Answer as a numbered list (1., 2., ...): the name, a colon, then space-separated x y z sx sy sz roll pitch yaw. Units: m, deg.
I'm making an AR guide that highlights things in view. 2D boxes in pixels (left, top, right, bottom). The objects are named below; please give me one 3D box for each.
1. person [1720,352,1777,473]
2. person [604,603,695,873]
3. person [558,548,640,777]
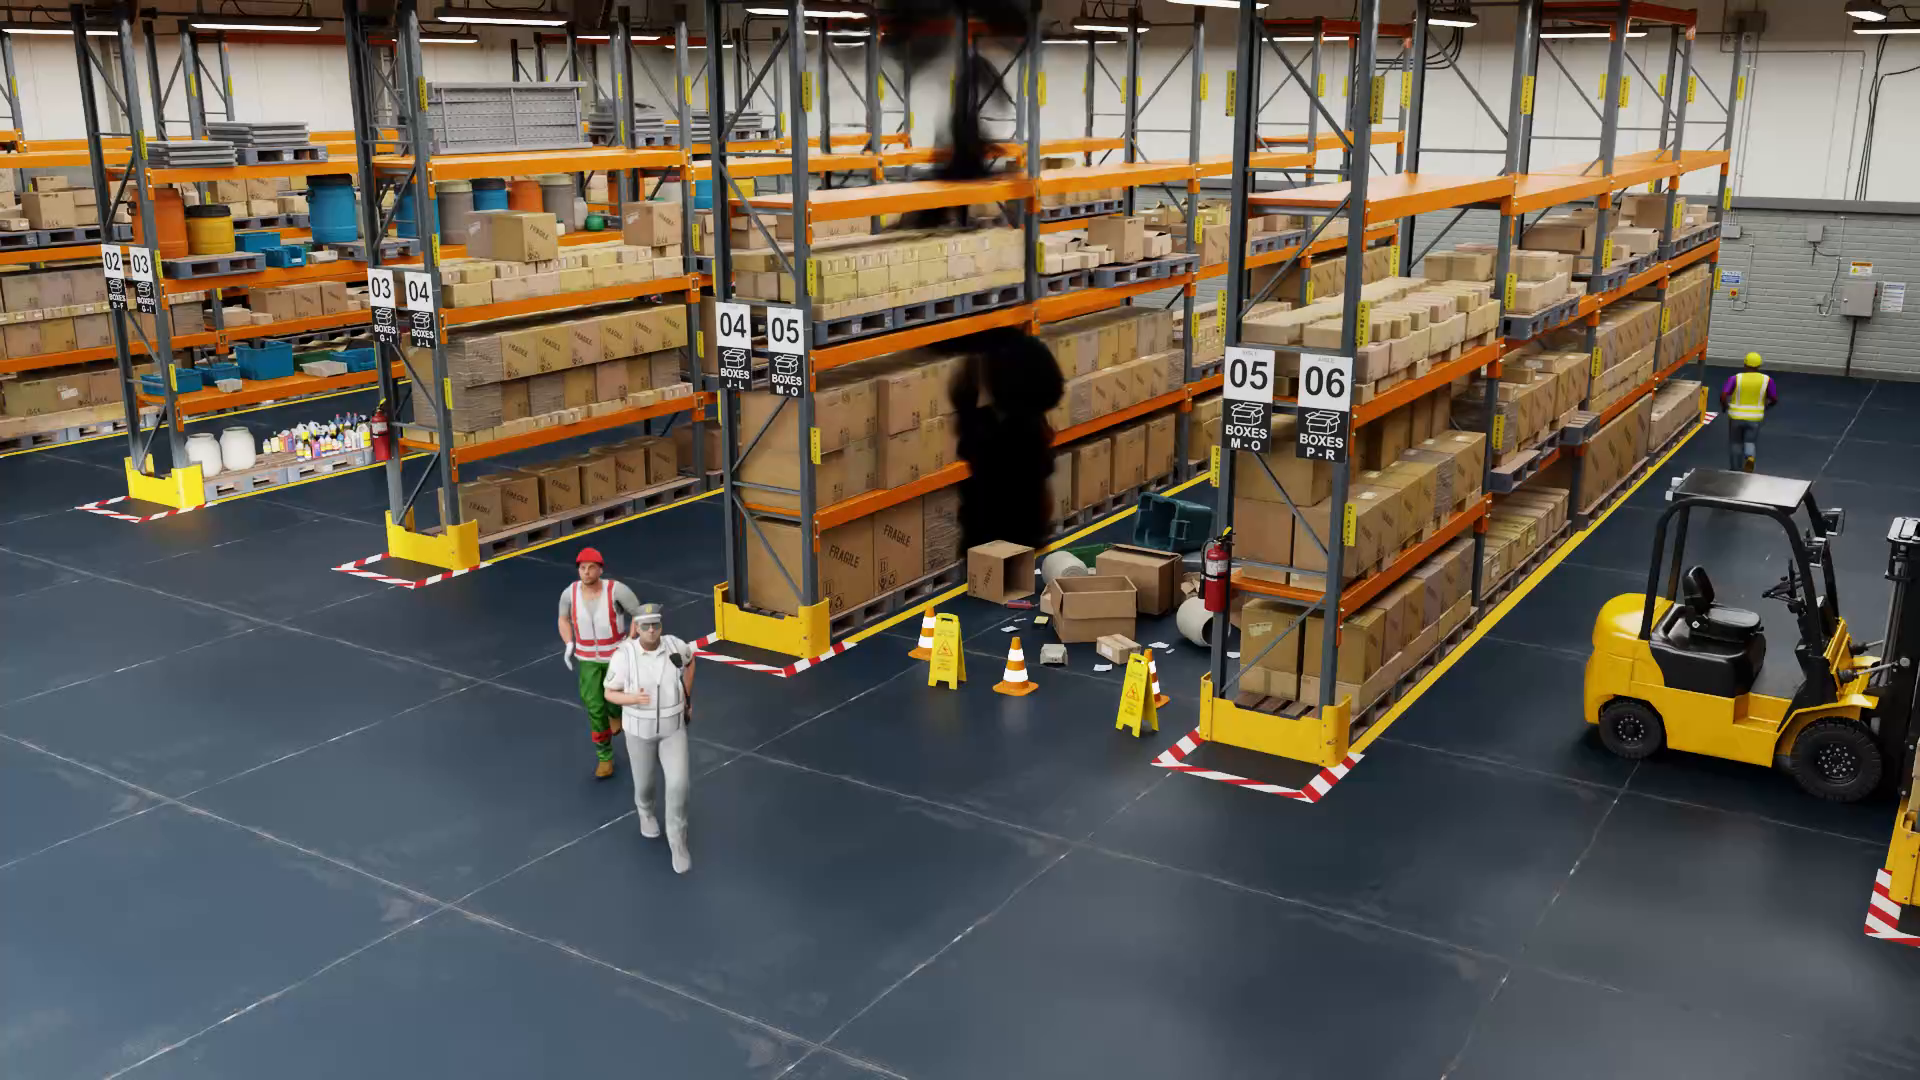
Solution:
1. person: 10.262 -1.592 21.736 0.699 1.737 0.758 5 16 17
2. person: -2.071 1.292 11.273 0.647 1.836 0.787 -5 16 -16
3. person: -2.741 0.880 12.768 0.657 1.765 0.741 -1 16 -2
